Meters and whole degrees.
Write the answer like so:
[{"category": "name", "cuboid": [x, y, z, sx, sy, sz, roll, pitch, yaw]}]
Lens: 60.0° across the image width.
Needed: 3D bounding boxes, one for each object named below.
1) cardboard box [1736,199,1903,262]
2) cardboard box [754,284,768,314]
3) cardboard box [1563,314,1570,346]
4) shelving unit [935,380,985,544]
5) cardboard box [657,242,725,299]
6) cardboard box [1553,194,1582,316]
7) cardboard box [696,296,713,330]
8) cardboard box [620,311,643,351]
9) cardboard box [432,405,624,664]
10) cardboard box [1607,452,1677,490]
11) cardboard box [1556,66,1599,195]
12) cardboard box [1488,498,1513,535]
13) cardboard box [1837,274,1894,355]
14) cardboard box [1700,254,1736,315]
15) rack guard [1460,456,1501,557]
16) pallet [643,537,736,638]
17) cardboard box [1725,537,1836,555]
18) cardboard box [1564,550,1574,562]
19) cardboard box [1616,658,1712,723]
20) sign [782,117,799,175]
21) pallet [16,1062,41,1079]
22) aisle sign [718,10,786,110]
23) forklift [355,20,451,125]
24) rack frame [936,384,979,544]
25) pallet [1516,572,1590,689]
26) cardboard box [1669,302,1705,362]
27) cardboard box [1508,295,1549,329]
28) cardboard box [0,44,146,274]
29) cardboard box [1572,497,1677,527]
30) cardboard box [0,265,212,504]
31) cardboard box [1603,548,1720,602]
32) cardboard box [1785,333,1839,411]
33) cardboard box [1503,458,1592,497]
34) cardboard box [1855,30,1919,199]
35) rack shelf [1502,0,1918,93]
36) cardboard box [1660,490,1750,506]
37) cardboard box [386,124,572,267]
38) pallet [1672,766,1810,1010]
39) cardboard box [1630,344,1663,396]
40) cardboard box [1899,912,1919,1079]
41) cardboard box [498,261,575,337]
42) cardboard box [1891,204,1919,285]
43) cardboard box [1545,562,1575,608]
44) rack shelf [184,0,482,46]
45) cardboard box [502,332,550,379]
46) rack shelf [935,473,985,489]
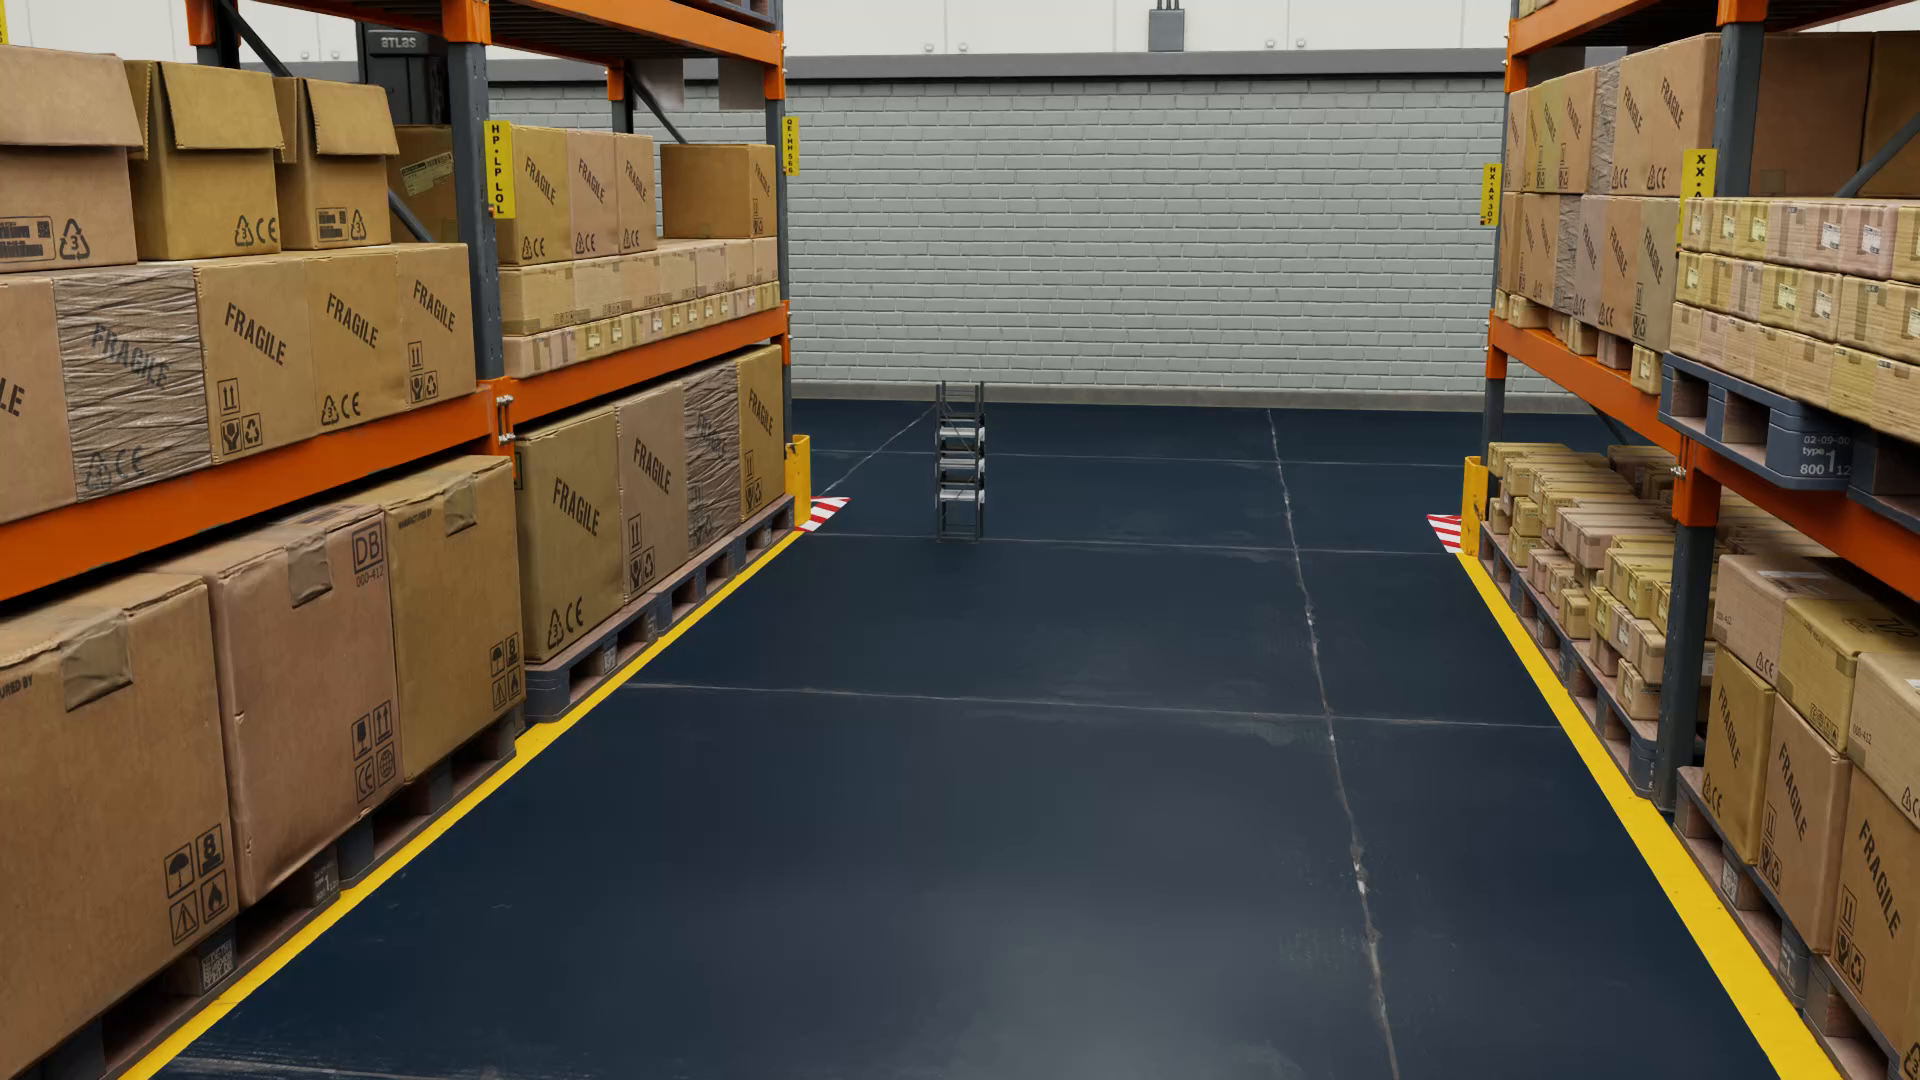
[{"category": "cardboard box", "cuboid": [2.172, -0.770, 4.135, 0.380, 0.149, 0.250, 2, 12, 9]}, {"category": "cardboard box", "cuboid": [-1.272, -1.328, 9.132, 0.380, 0.149, 0.250, 2, 12, 9]}, {"category": "cardboard box", "cuboid": [2.818, -0.902, 7.156, 0.380, 0.149, 0.250, 2, 12, 11]}, {"category": "shelving unit", "cuboid": [0.001, -0.442, 9.406, 0.258, 0.900, 0.210, 2, 12, 9]}, {"category": "cardboard box", "cuboid": [-1.473, -1.341, 8.246, 0.500, 0.250, 0.500, 1, 12, 7]}, {"category": "cardboard box", "cuboid": [2.822, -1.198, 6.988, 0.500, 0.500, 0.500, 2, 12, 7]}, {"category": "cardboard box", "cuboid": [-1.429, -1.116, 8.146, 0.380, 0.149, 0.250, 2, 12, 9]}, {"category": "cardboard box", "cuboid": [-1.587, -0.903, 7.159, 0.380, 0.149, 0.250, 2, 12, 8]}, {"category": "cardboard box", "cuboid": [-1.939, -0.059, 6.692, 0.875, 0.875, 0.875, 2, 12, 9]}, {"category": "cardboard box", "cuboid": [3.455, -0.342, 8.317, 0.380, 0.149, 0.250, 2, 12, 10]}, {"category": "cardboard box", "cuboid": [2.801, -1.687, 6.886, 0.500, 0.500, 0.500, 1, 12, 7]}, {"category": "cardboard box", "cuboid": [2.984, -0.121, 8.706, 0.380, 0.149, 0.250, 2, 12, 10]}, {"category": "cardboard box", "cuboid": [2.054, -0.463, 3.415, 0.380, 0.149, 0.250, 2, 12, 8]}, {"category": "cardboard box", "cuboid": [2.213, -0.682, 4.433, 0.380, 0.149, 0.250, 2, 12, 8]}, {"category": "rack guard", "cuboid": [3.369, -0.170, 9.097, 1.175, 0.500, 0.348, 2, 12, 9]}, {"category": "pallet", "cuboid": [-1.740, 0.195, 8.085, 1.003, 0.211, 1.213, 2, 12, 9]}, {"category": "cardboard box", "cuboid": [3.132, 0.092, 6.303, 0.380, 0.149, 0.250, 2, 12, 7]}, {"category": "cardboard box", "cuboid": [2.904, 0.011, 7.389, 0.380, 0.149, 0.250, 3, 12, 12]}, {"category": "cardboard box", "cuboid": [2.489, 0.520, 5.730, 0.380, 0.149, 0.250, 2, 12, 9]}, {"category": "sign", "cuboid": [-0.970, -2.251, 9.509, 0.100, 0.325, 0.005, 2, 12, 9]}, {"category": "pallet", "cuboid": [-2.539, 1.277, 3.067, 1.003, 0.211, 1.213, 2, 12, 9]}, {"category": "aisle sign", "cuboid": [-1.197, -2.866, 9.501, 0.394, 0.787, 0.004, 2, 12, 9]}, {"category": "forklift", "cuboid": [-3.618, -1.511, 9.550, 3.031, 2.935, 1.130, -1, 12, -6]}, {"category": "rack frame", "cuboid": [-0.014, -0.420, 9.308, 0.240, 0.900, 0.006, 2, 12, 9]}, {"category": "pallet", "cuboid": [3.019, 0.392, 7.173, 1.003, 0.211, 1.213, 2, 12, 9]}, {"category": "cardboard box", "cuboid": [2.251, -0.591, 4.715, 0.380, 0.149, 0.250, 1, 12, 6]}, {"category": "cardboard box", "cuboid": [2.915, -1.120, 8.166, 0.380, 0.149, 0.250, 2, 12, 7]}, {"category": "cardboard box", "cuboid": [-2.407, -0.891, 3.889, 0.797, 0.503, 0.637, 2, 12, 10]}, {"category": "cardboard box", "cuboid": [2.838, -0.083, 7.115, 0.380, 0.149, 0.250, 2, 12, 9]}, {"category": "cardboard box", "cuboid": [-2.160, -0.384, 3.918, 0.500, 0.500, 0.500, 2, 12, 9]}, {"category": "cardboard box", "cuboid": [2.595, 0.133, 6.114, 0.380, 0.149, 0.250, 2, 12, 8]}, {"category": "cardboard box", "cuboid": [2.093, -0.376, 3.717, 0.380, 0.149, 0.250, 1, 12, 6]}, {"category": "cardboard box", "cuboid": [2.876, -0.303, 8.137, 0.380, 0.149, 0.250, 2, 12, 8]}, {"category": "cardboard box", "cuboid": [3.076, -1.345, 5.296, 0.500, 0.500, 0.500, 2, 12, 10]}, {"category": "rack shelf", "cuboid": [3.073, -2.107, 6.735, 1.077, 0.370, 4.000, 2, 12, 9]}, {"category": "cardboard box", "cuboid": [3.301, -0.123, 7.302, 0.380, 0.149, 0.250, 1, 12, 7]}, {"category": "cardboard box", "cuboid": [-1.793, -1.287, 6.217, 0.500, 0.500, 0.500, 2, 12, 9]}, {"category": "pallet", "cuboid": [2.647, 0.950, 4.585, 1.003, 0.211, 1.213, 2, 12, 9]}, {"category": "cardboard box", "cuboid": [2.510, -0.577, 5.647, 0.380, 0.149, 0.250, 2, 12, 7]}, {"category": "cardboard box", "cuboid": [2.142, 0.910, 3.088, 0.500, 0.500, 0.500, 1, 12, 6]}, {"category": "cardboard box", "cuboid": [-1.789, -0.919, 6.286, 0.500, 0.250, 0.500, 2, 12, 8]}, {"category": "cardboard box", "cuboid": [2.015, -0.556, 3.142, 0.380, 0.149, 0.250, 2, 12, 10]}, {"category": "cardboard box", "cuboid": [2.759, 0.201, 7.209, 0.380, 0.149, 0.250, 2, 12, 9]}, {"category": "rack shelf", "cuboid": [-2.427, -1.456, 3.715, 1.077, 0.370, 4.000, 2, 12, 9]}, {"category": "cardboard box", "cuboid": [-1.746, -0.685, 6.149, 0.380, 0.149, 0.250, 2, 12, 9]}, {"category": "rack shelf", "cuboid": [0.001, -0.321, 9.432, 0.258, 0.077, 0.200, 2, 12, 9]}]
